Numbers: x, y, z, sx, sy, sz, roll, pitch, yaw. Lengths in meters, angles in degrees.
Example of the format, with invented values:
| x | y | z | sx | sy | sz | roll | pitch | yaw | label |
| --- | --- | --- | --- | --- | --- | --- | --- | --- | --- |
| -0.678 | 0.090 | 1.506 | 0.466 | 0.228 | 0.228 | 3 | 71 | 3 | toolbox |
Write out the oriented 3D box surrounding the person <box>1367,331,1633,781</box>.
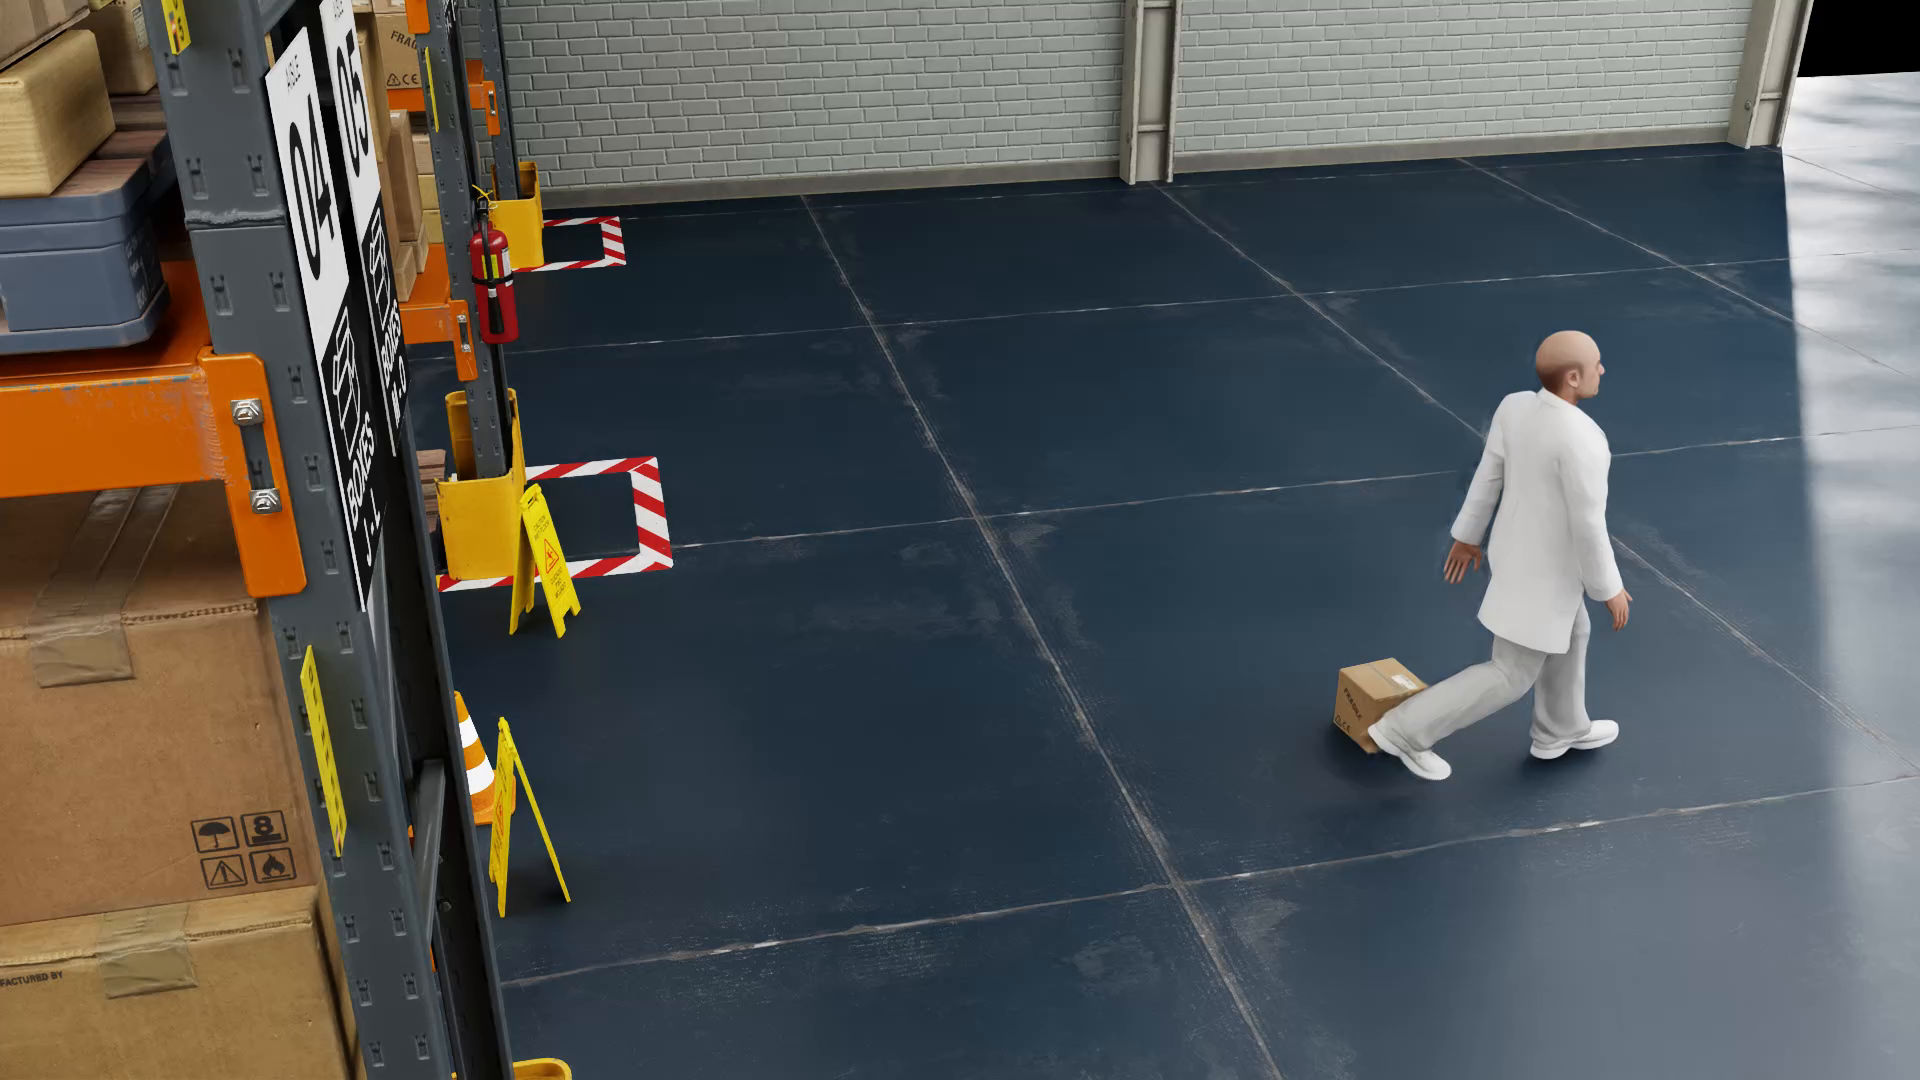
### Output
| x | y | z | sx | sy | sz | roll | pitch | yaw | label |
| --- | --- | --- | --- | --- | --- | --- | --- | --- | --- |
| 2.028 | 0.187 | 6.007 | 1.096 | 1.508 | 0.619 | -3 | 27 | -7 | person |
